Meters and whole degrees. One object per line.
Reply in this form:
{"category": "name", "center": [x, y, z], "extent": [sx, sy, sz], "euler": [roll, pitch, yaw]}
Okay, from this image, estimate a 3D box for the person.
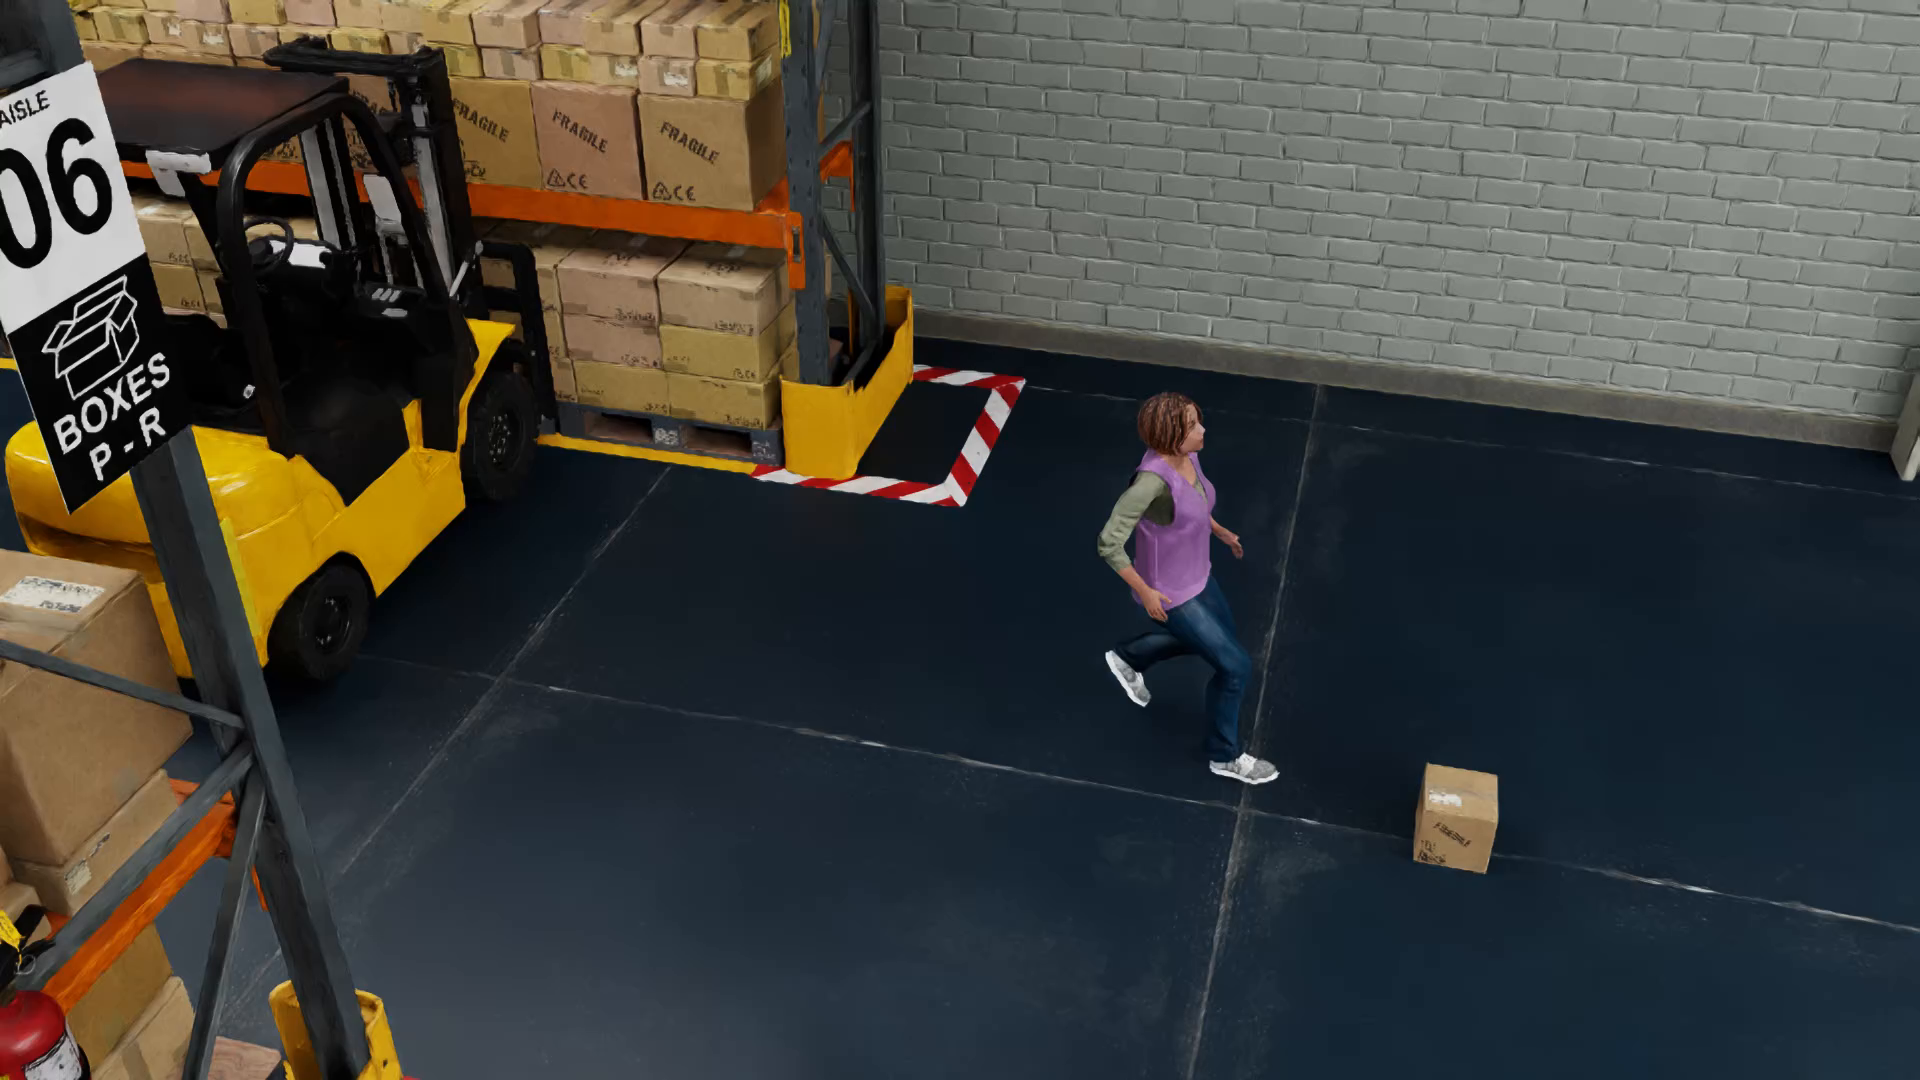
{"category": "person", "center": [0.871, 0.152, 5.970], "extent": [0.719, 1.497, 0.511], "euler": [8, 34, 12]}
